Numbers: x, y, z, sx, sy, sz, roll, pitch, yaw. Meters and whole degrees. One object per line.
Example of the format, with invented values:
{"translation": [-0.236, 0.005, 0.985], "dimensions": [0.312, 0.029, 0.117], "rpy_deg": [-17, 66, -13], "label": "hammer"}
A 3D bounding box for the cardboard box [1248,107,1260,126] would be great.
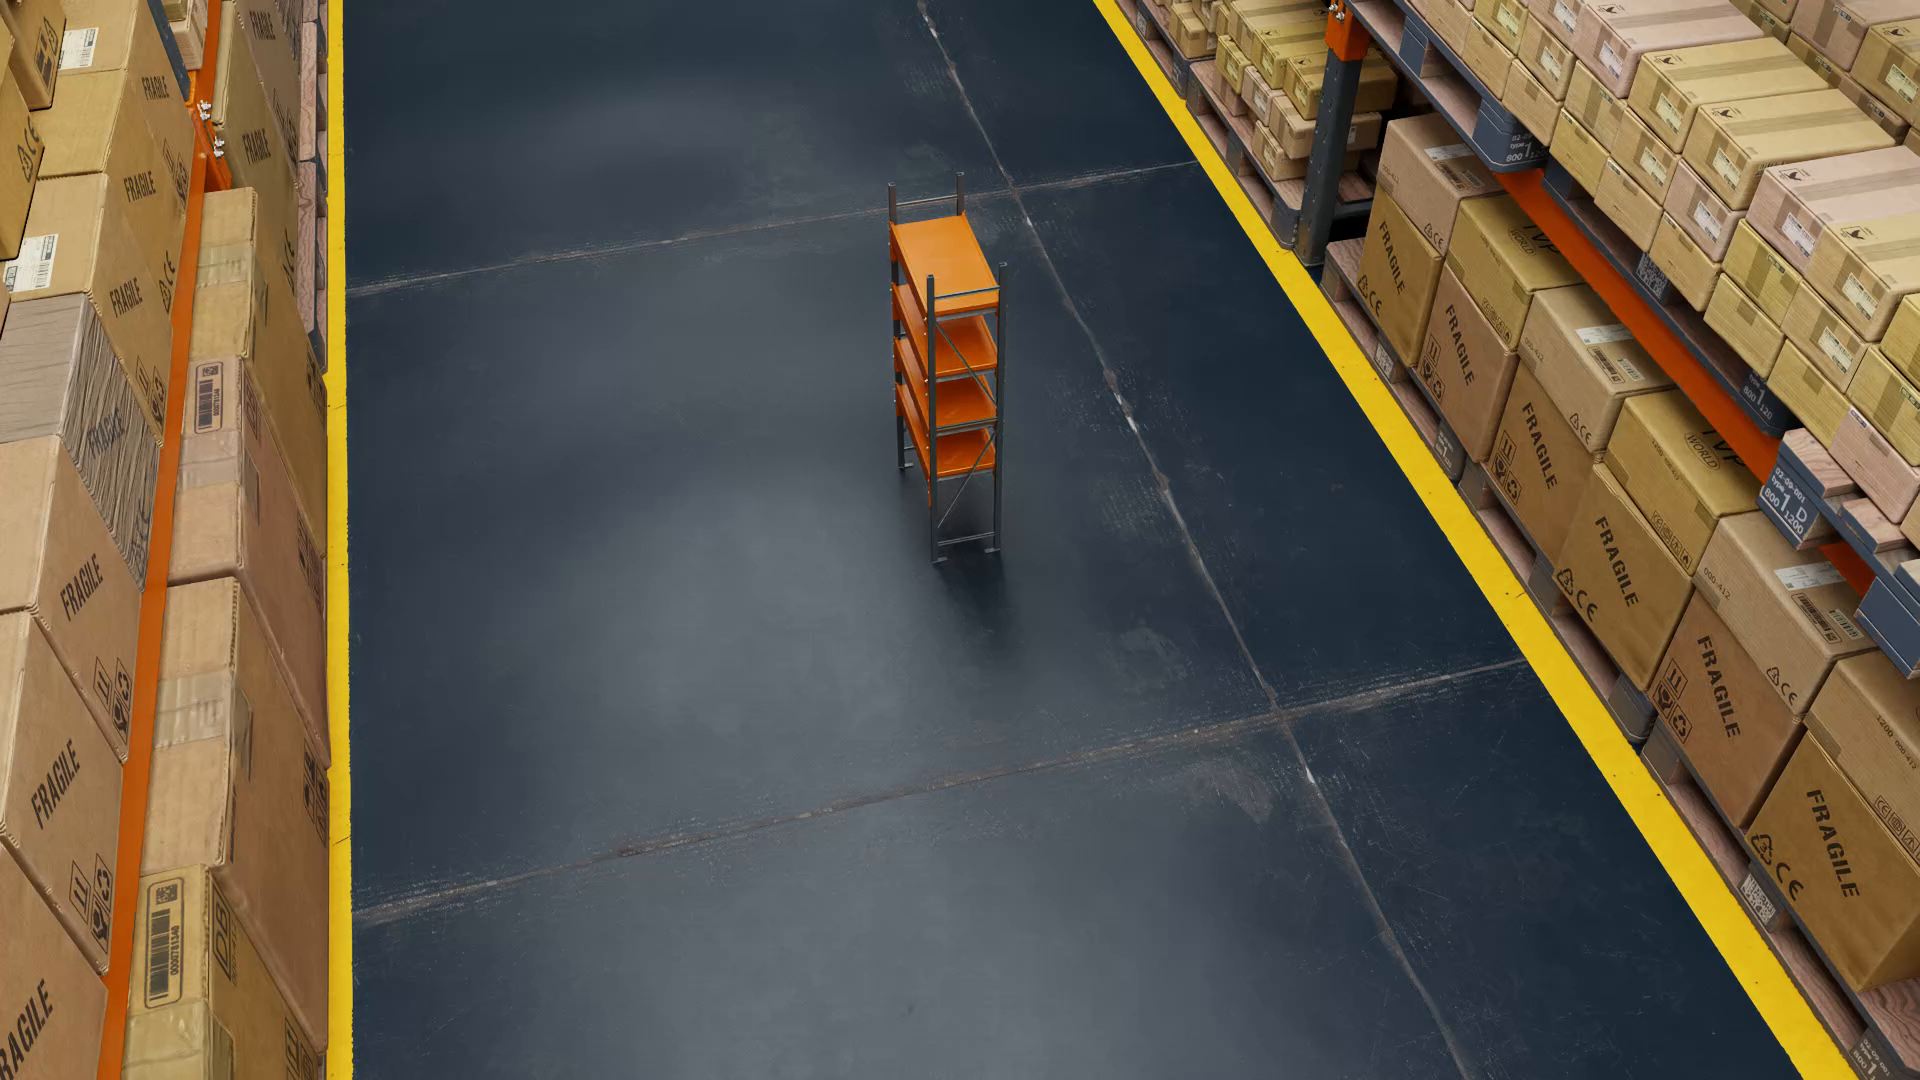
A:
{"translation": [1.469, -1.851, 7.166], "dimensions": [0.380, 0.149, 0.250], "rpy_deg": [-10, 46, -9], "label": "cardboard box"}

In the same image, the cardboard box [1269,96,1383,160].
{"translation": [1.496, -1.712, 6.821], "dimensions": [0.380, 0.149, 0.250], "rpy_deg": [-10, 46, -10], "label": "cardboard box"}

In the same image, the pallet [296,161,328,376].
{"translation": [-3.055, -1.025, 6.607], "dimensions": [1.003, 0.211, 1.213], "rpy_deg": [-11, 47, -10], "label": "pallet"}

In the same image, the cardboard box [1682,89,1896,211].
{"translation": [2.011, -0.952, 4.048], "dimensions": [0.380, 0.149, 0.250], "rpy_deg": [-9, 46, -8], "label": "cardboard box"}

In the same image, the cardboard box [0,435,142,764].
{"translation": [-2.042, 0.171, 3.412], "dimensions": [0.500, 0.500, 0.500], "rpy_deg": [-11, 47, -11], "label": "cardboard box"}

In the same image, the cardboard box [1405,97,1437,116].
{"translation": [2.101, -1.861, 6.967], "dimensions": [0.380, 0.149, 0.250], "rpy_deg": [-9, 46, -8], "label": "cardboard box"}

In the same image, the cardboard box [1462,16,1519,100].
{"translation": [1.741, -1.465, 4.967], "dimensions": [0.380, 0.149, 0.250], "rpy_deg": [-10, 46, -10], "label": "cardboard box"}

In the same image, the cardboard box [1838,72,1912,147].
{"translation": [2.575, -1.145, 4.446], "dimensions": [0.380, 0.149, 0.250], "rpy_deg": [-9, 46, -9], "label": "cardboard box"}

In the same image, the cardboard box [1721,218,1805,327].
{"translation": [2.077, -0.669, 3.979], "dimensions": [0.380, 0.149, 0.250], "rpy_deg": [-11, 47, -11], "label": "cardboard box"}

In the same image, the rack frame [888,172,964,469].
{"translation": [-0.105, -0.703, 5.599], "dimensions": [0.240, 1.200, 0.015], "rpy_deg": [-11, 47, -10], "label": "rack frame"}

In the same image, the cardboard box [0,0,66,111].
{"translation": [-2.765, -1.408, 4.258], "dimensions": [0.797, 0.503, 0.637], "rpy_deg": [-12, 47, -11], "label": "cardboard box"}

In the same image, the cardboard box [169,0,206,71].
{"translation": [-2.690, -1.639, 5.432], "dimensions": [0.380, 0.149, 0.250], "rpy_deg": [-11, 47, -10], "label": "cardboard box"}

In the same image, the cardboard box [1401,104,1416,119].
{"translation": [2.102, -1.758, 7.075], "dimensions": [0.380, 0.149, 0.250], "rpy_deg": [-13, 47, -12], "label": "cardboard box"}

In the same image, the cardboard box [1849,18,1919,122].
{"translation": [2.579, -1.239, 4.329], "dimensions": [0.380, 0.149, 0.250], "rpy_deg": [-11, 47, -11], "label": "cardboard box"}

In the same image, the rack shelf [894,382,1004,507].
{"translation": [-0.042, -0.348, 5.623], "dimensions": [0.258, 0.148, 0.480], "rpy_deg": [-11, 47, -10], "label": "rack shelf"}

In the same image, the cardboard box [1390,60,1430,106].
{"translation": [1.996, -1.932, 6.829], "dimensions": [0.380, 0.149, 0.250], "rpy_deg": [-9, 46, -9], "label": "cardboard box"}

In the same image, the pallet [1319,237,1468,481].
{"translation": [2.085, -0.786, 6.372], "dimensions": [1.003, 0.211, 1.213], "rpy_deg": [-11, 47, -10], "label": "pallet"}

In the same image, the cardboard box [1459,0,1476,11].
{"translation": [1.675, -1.749, 5.038], "dimensions": [0.380, 0.149, 0.250], "rpy_deg": [-10, 46, -9], "label": "cardboard box"}

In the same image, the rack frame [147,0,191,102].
{"translation": [-2.936, -1.462, 5.082], "dimensions": [1.000, 3.000, 0.127], "rpy_deg": [-11, 47, -10], "label": "rack frame"}

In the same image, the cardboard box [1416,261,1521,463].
{"translation": [1.954, -0.647, 5.740], "dimensions": [0.500, 0.500, 0.500], "rpy_deg": [-9, 46, -9], "label": "cardboard box"}

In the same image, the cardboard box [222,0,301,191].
{"translation": [-3.258, -1.957, 6.761], "dimensions": [0.875, 0.875, 0.875], "rpy_deg": [-11, 47, -10], "label": "cardboard box"}

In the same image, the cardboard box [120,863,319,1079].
{"translation": [-2.069, 1.416, 3.455], "dimensions": [1.225, 0.875, 0.875], "rpy_deg": [-13, 47, -12], "label": "cardboard box"}

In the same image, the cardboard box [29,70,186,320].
{"translation": [-2.432, -0.881, 4.443], "dimensions": [0.500, 0.500, 0.500], "rpy_deg": [-9, 46, -9], "label": "cardboard box"}

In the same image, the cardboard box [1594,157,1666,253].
{"translation": [1.942, -0.927, 4.440], "dimensions": [0.380, 0.149, 0.250], "rpy_deg": [-13, 47, -12], "label": "cardboard box"}

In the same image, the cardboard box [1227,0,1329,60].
{"translation": [1.367, -2.194, 7.085], "dimensions": [0.380, 0.149, 0.250], "rpy_deg": [-11, 47, -11], "label": "cardboard box"}

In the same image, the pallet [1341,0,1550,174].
{"translation": [1.939, -1.678, 5.428], "dimensions": [1.003, 0.211, 1.213], "rpy_deg": [-11, 47, -10], "label": "pallet"}

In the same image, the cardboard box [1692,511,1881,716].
{"translation": [2.340, 0.157, 4.427], "dimensions": [0.500, 0.250, 0.500], "rpy_deg": [-10, 46, -10], "label": "cardboard box"}

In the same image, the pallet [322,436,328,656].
{"translation": [-2.666, 0.033, 5.570], "dimensions": [1.003, 0.211, 1.213], "rpy_deg": [-11, 47, -10], "label": "pallet"}

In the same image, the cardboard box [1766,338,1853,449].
{"translation": [2.149, -0.375, 3.899], "dimensions": [0.380, 0.149, 0.250], "rpy_deg": [-11, 47, -11], "label": "cardboard box"}

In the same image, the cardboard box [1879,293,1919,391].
{"translation": [2.211, -0.414, 3.521], "dimensions": [0.380, 0.149, 0.250], "rpy_deg": [-9, 46, -9], "label": "cardboard box"}

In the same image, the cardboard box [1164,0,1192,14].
{"translation": [1.188, -2.563, 7.864], "dimensions": [0.380, 0.149, 0.250], "rpy_deg": [-10, 46, -10], "label": "cardboard box"}

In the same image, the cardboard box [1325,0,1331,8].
{"translation": [1.782, -2.474, 7.360], "dimensions": [0.380, 0.149, 0.250], "rpy_deg": [-12, 47, -11], "label": "cardboard box"}

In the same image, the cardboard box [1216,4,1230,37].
{"translation": [1.360, -2.269, 7.367], "dimensions": [0.380, 0.149, 0.250], "rpy_deg": [-10, 46, -10], "label": "cardboard box"}

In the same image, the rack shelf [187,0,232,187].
{"translation": [-3.448, -2.591, 6.693], "dimensions": [1.077, 0.370, 4.000], "rpy_deg": [-11, 47, -10], "label": "rack shelf"}

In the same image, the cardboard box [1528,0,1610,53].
{"translation": [1.809, -1.492, 4.577], "dimensions": [0.380, 0.149, 0.250], "rpy_deg": [-11, 47, -11], "label": "cardboard box"}

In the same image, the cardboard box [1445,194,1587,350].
{"translation": [1.957, -0.908, 5.471], "dimensions": [0.500, 0.250, 0.500], "rpy_deg": [-10, 46, -9], "label": "cardboard box"}

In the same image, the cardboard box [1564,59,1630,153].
{"translation": [1.881, -1.201, 4.500], "dimensions": [0.380, 0.149, 0.250], "rpy_deg": [-11, 47, -11], "label": "cardboard box"}

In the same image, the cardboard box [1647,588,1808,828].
{"translation": [2.358, 0.425, 4.689], "dimensions": [0.500, 0.500, 0.500], "rpy_deg": [-9, 46, -9], "label": "cardboard box"}

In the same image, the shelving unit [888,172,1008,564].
{"translation": [-0.042, -0.534, 5.433], "dimensions": [0.258, 1.200, 0.503], "rpy_deg": [-11, 47, -10], "label": "shelving unit"}

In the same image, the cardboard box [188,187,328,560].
{"translation": [-2.753, -0.427, 5.262], "dimensions": [1.225, 0.875, 0.875], "rpy_deg": [-11, 47, -10], "label": "cardboard box"}
